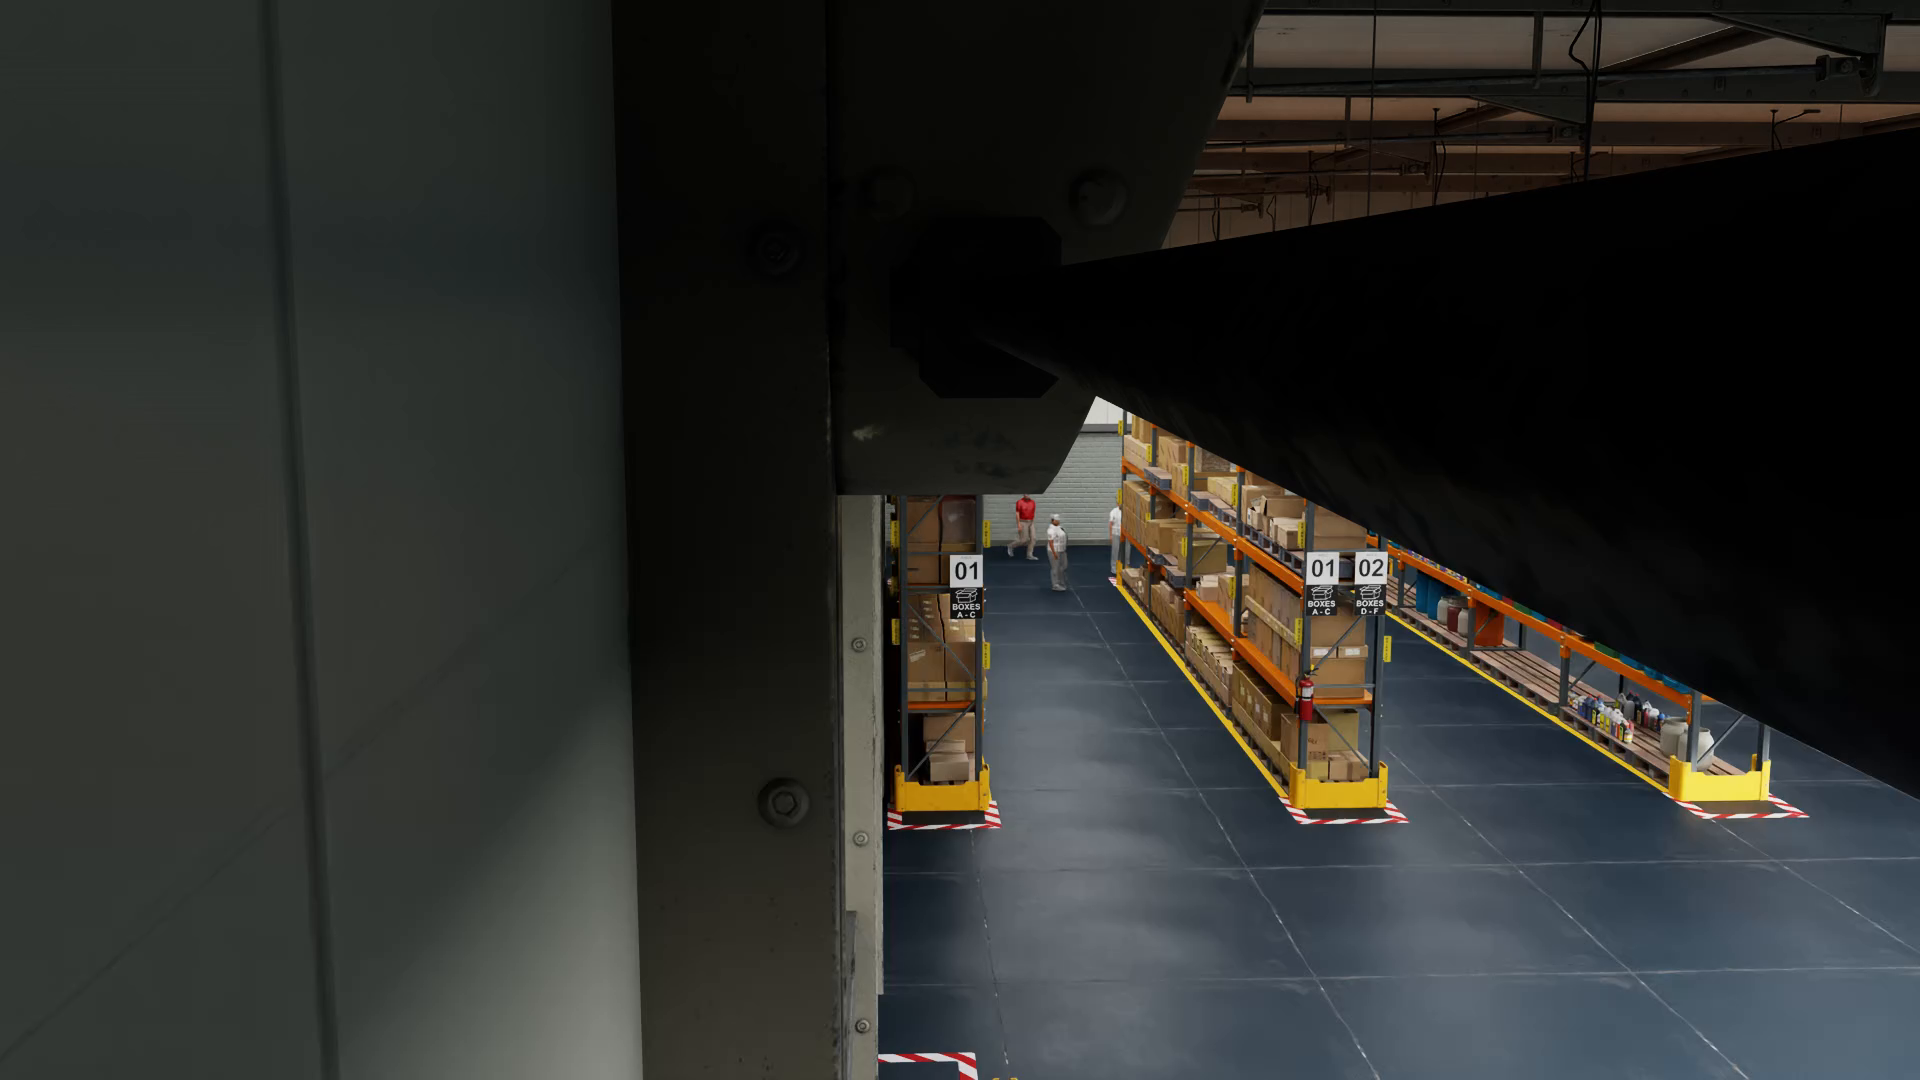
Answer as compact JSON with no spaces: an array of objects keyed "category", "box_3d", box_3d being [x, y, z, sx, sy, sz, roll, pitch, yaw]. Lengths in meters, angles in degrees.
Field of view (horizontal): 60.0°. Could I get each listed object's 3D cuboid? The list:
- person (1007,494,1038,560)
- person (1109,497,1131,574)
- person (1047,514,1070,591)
[{"category":"person","box_3d":[1.538,-0.382,39.766,0.733,1.693,0.549,6,10,35]},{"category":"person","box_3d":[3.694,-0.104,37.820,0.548,1.817,0.425,-3,9,-17]},{"category":"person","box_3d":[2.120,0.267,35.724,0.383,1.709,0.651,6,10,33]}]
